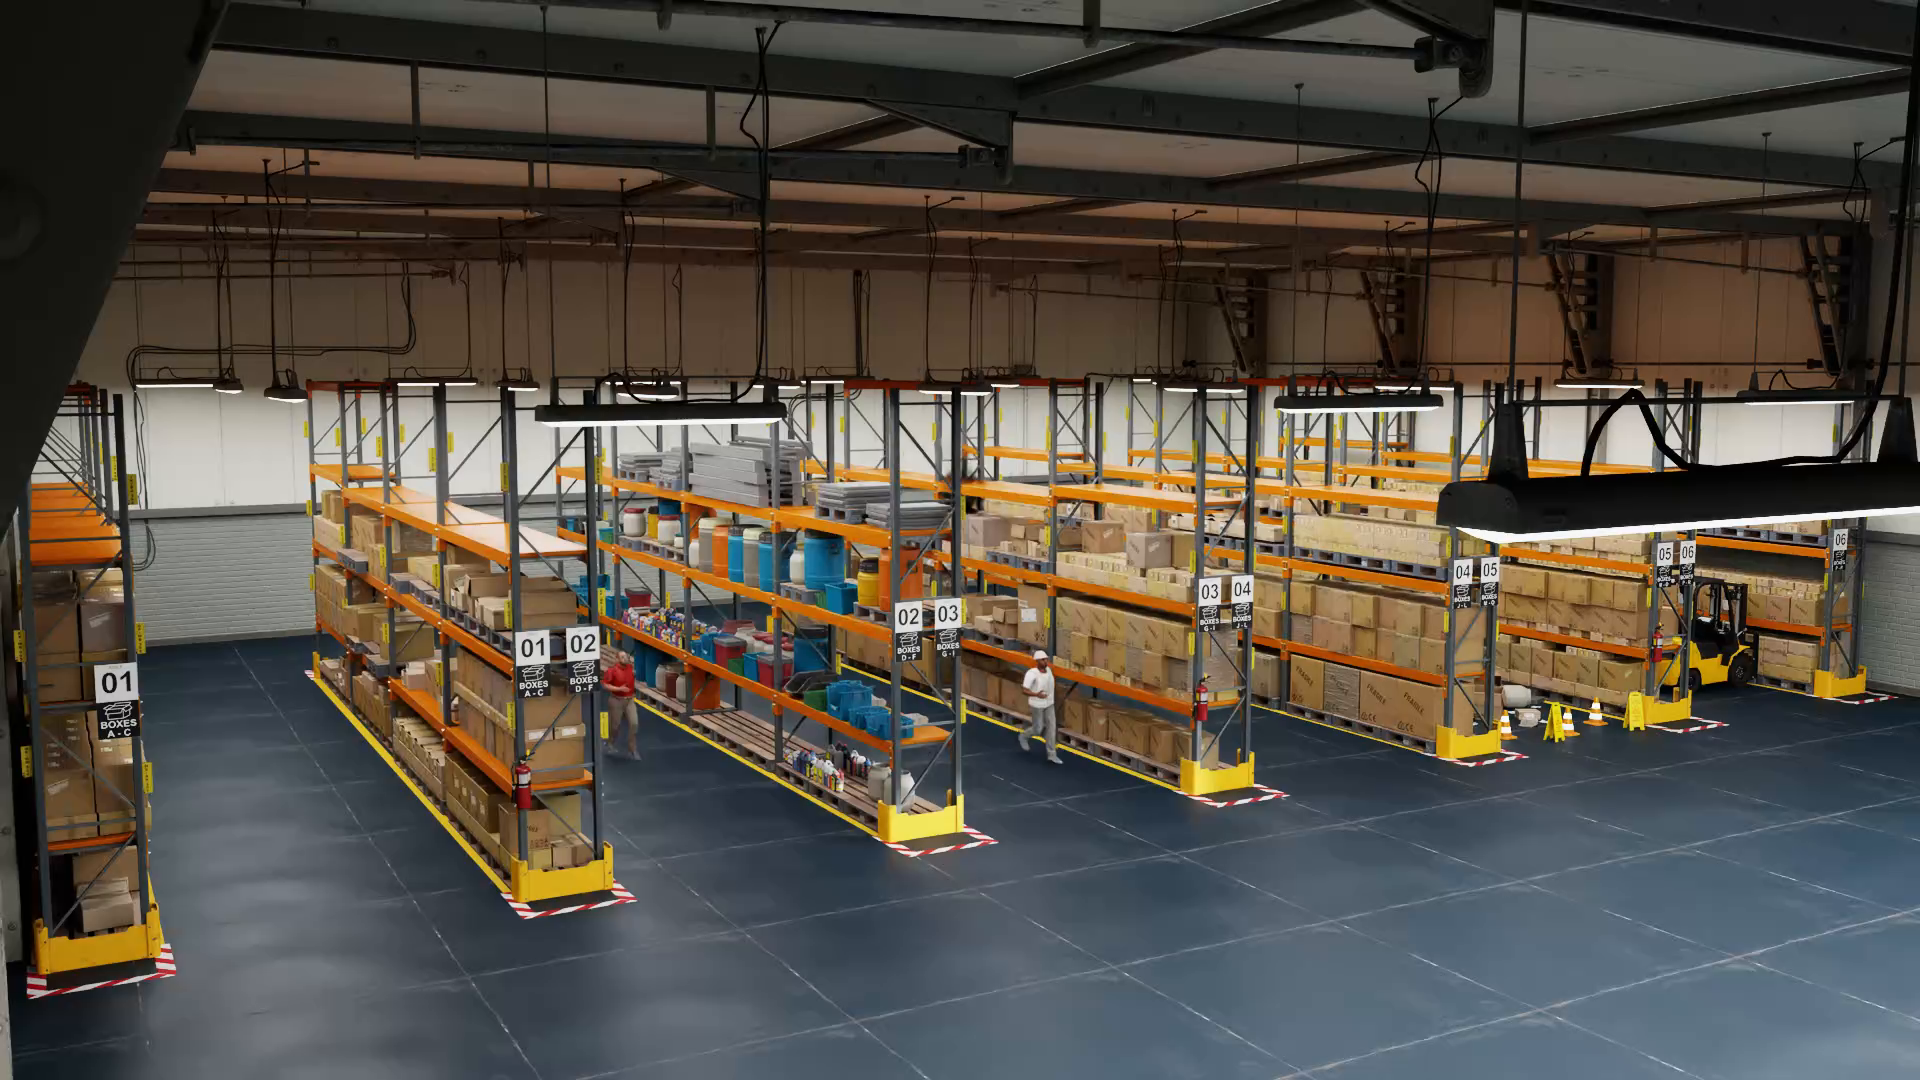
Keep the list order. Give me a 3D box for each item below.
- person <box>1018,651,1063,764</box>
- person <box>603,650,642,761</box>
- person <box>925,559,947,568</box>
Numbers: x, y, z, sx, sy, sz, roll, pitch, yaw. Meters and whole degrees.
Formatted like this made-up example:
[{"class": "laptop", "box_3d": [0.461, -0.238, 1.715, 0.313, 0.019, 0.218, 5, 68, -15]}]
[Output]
[{"class": "person", "box_3d": [1.289, 2.632, 26.485, 0.700, 1.762, 0.957, -5, 8, -38]}, {"class": "person", "box_3d": [-5.454, 2.685, 26.708, 0.643, 1.715, 0.825, -5, 8, -40]}, {"class": "person", "box_3d": [-0.693, 1.076, 41.241, 0.720, 1.736, 0.848, 4, 8, 36]}]
